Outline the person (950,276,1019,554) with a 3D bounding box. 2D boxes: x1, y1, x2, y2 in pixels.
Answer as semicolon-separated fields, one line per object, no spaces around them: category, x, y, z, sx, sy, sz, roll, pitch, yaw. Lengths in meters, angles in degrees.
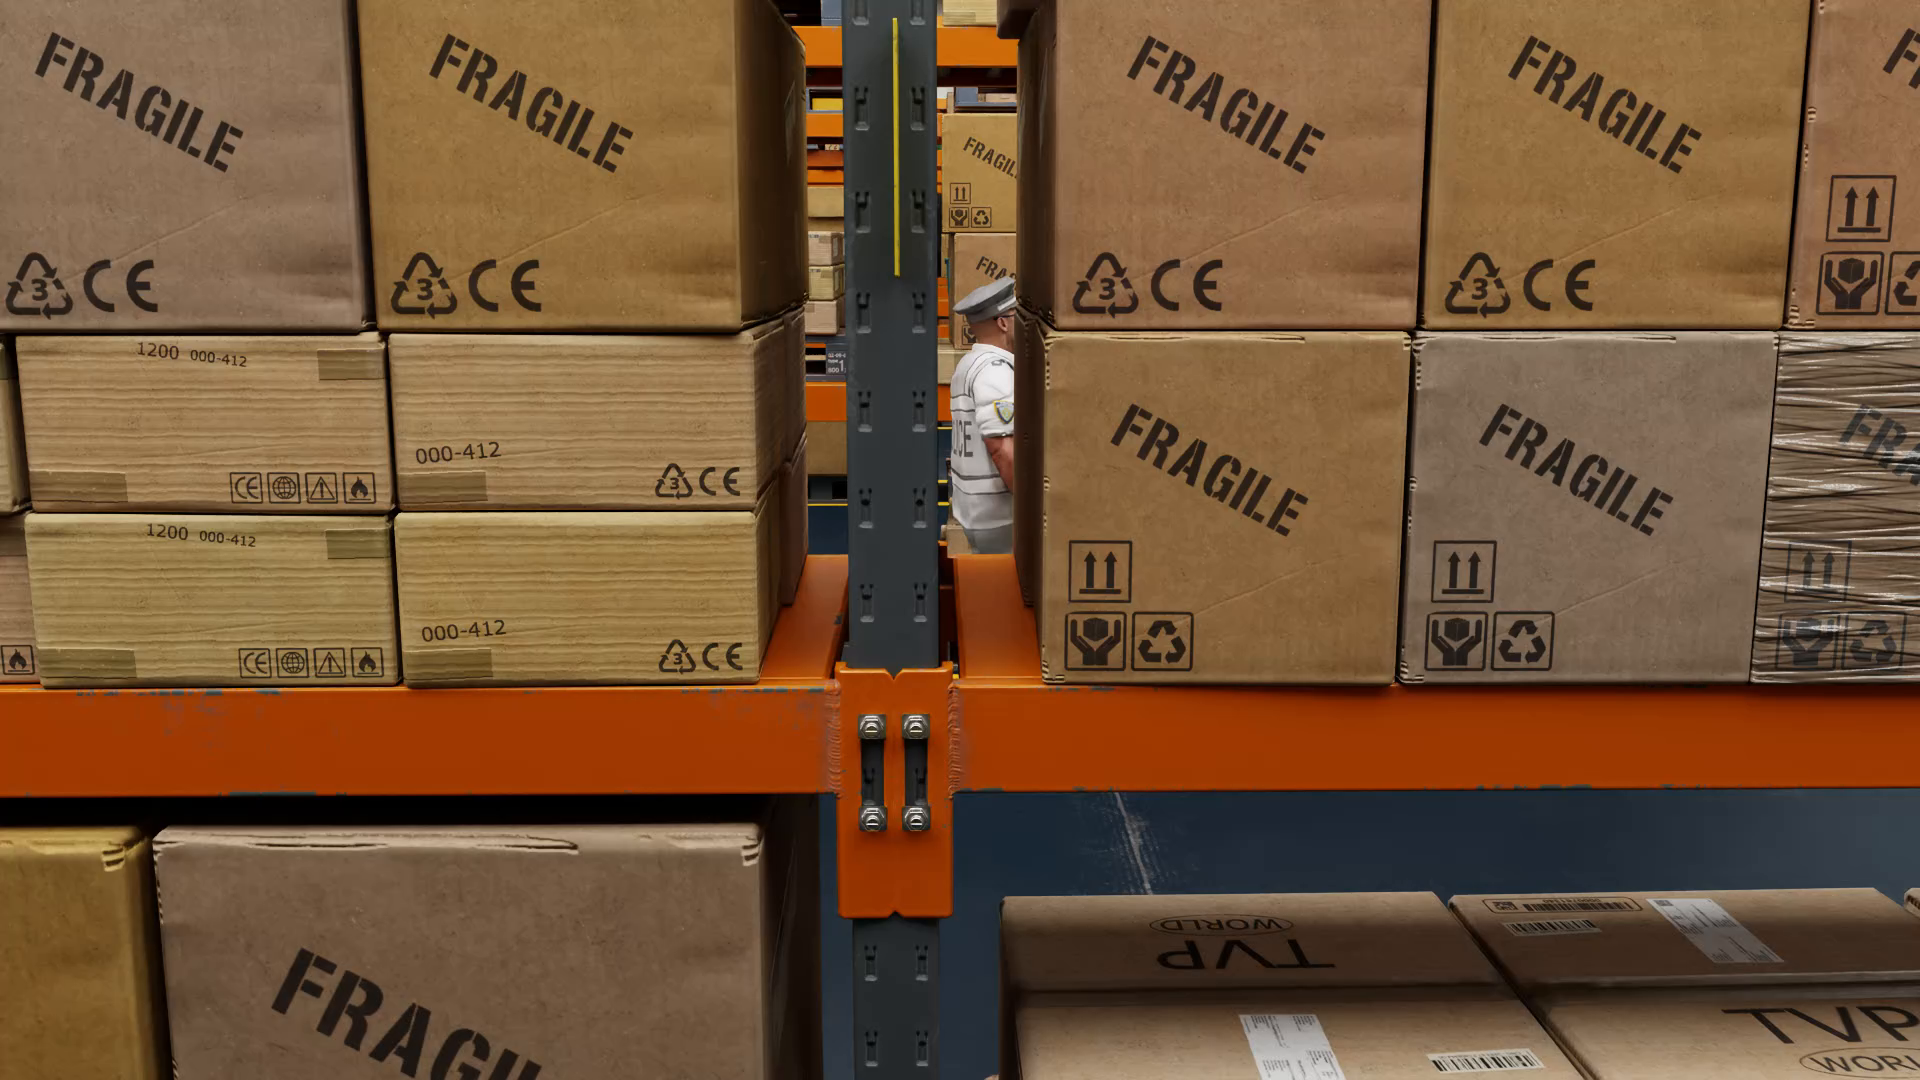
person;0.259;-0.099;6.308;0.575;1.780;0.640;-3;11;-14
